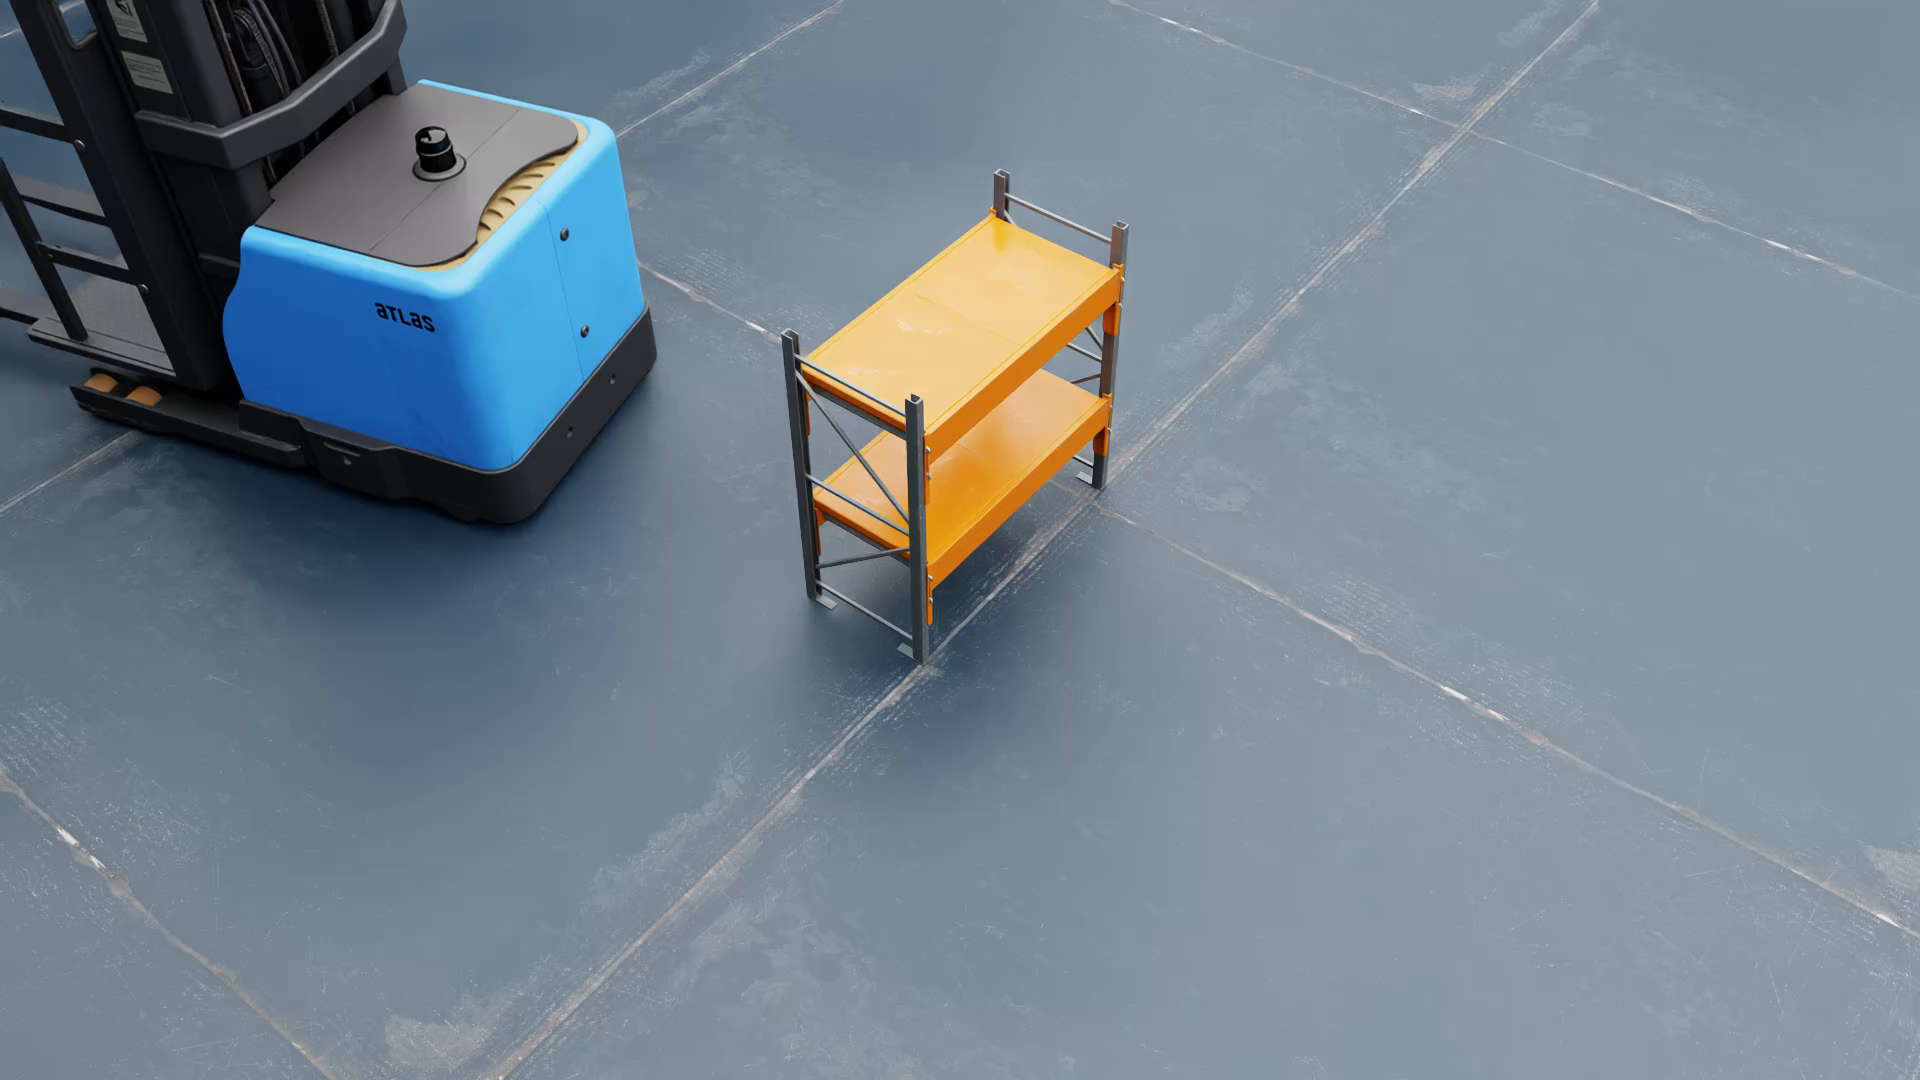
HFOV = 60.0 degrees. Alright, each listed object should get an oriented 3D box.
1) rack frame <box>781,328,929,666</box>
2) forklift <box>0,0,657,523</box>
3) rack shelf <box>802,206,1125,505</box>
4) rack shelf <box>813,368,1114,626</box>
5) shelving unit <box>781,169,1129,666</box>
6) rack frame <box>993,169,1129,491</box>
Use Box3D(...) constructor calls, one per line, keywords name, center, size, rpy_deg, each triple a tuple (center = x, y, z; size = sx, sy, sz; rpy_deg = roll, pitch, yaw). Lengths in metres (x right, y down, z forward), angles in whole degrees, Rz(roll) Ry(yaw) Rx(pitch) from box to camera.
Box3D(name="rack frame", center=(-0.307, -0.102, 5.069), size=(0.500, 1.125, 0.032), rpy_deg=(29, 53, 25))
Box3D(name="forklift", center=(-2.720, -1.750, 5.395), size=(3.031, 2.935, 1.130), rpy_deg=(16, 48, 15))
Box3D(name="rack shelf", center=(0.004, -0.595, 5.135), size=(0.538, 0.278, 1.000), rpy_deg=(29, 53, 25))
Box3D(name="rack shelf", center=(0.004, -0.224, 5.524), size=(0.538, 0.278, 1.000), rpy_deg=(29, 53, 25))
Box3D(name="shelving unit", center=(0.004, -0.392, 5.347), size=(0.538, 1.125, 1.048), rpy_deg=(29, 53, 25))
Box3D(name="rack frame", center=(0.315, -0.683, 5.625), size=(0.500, 1.125, 0.032), rpy_deg=(29, 53, 25))
